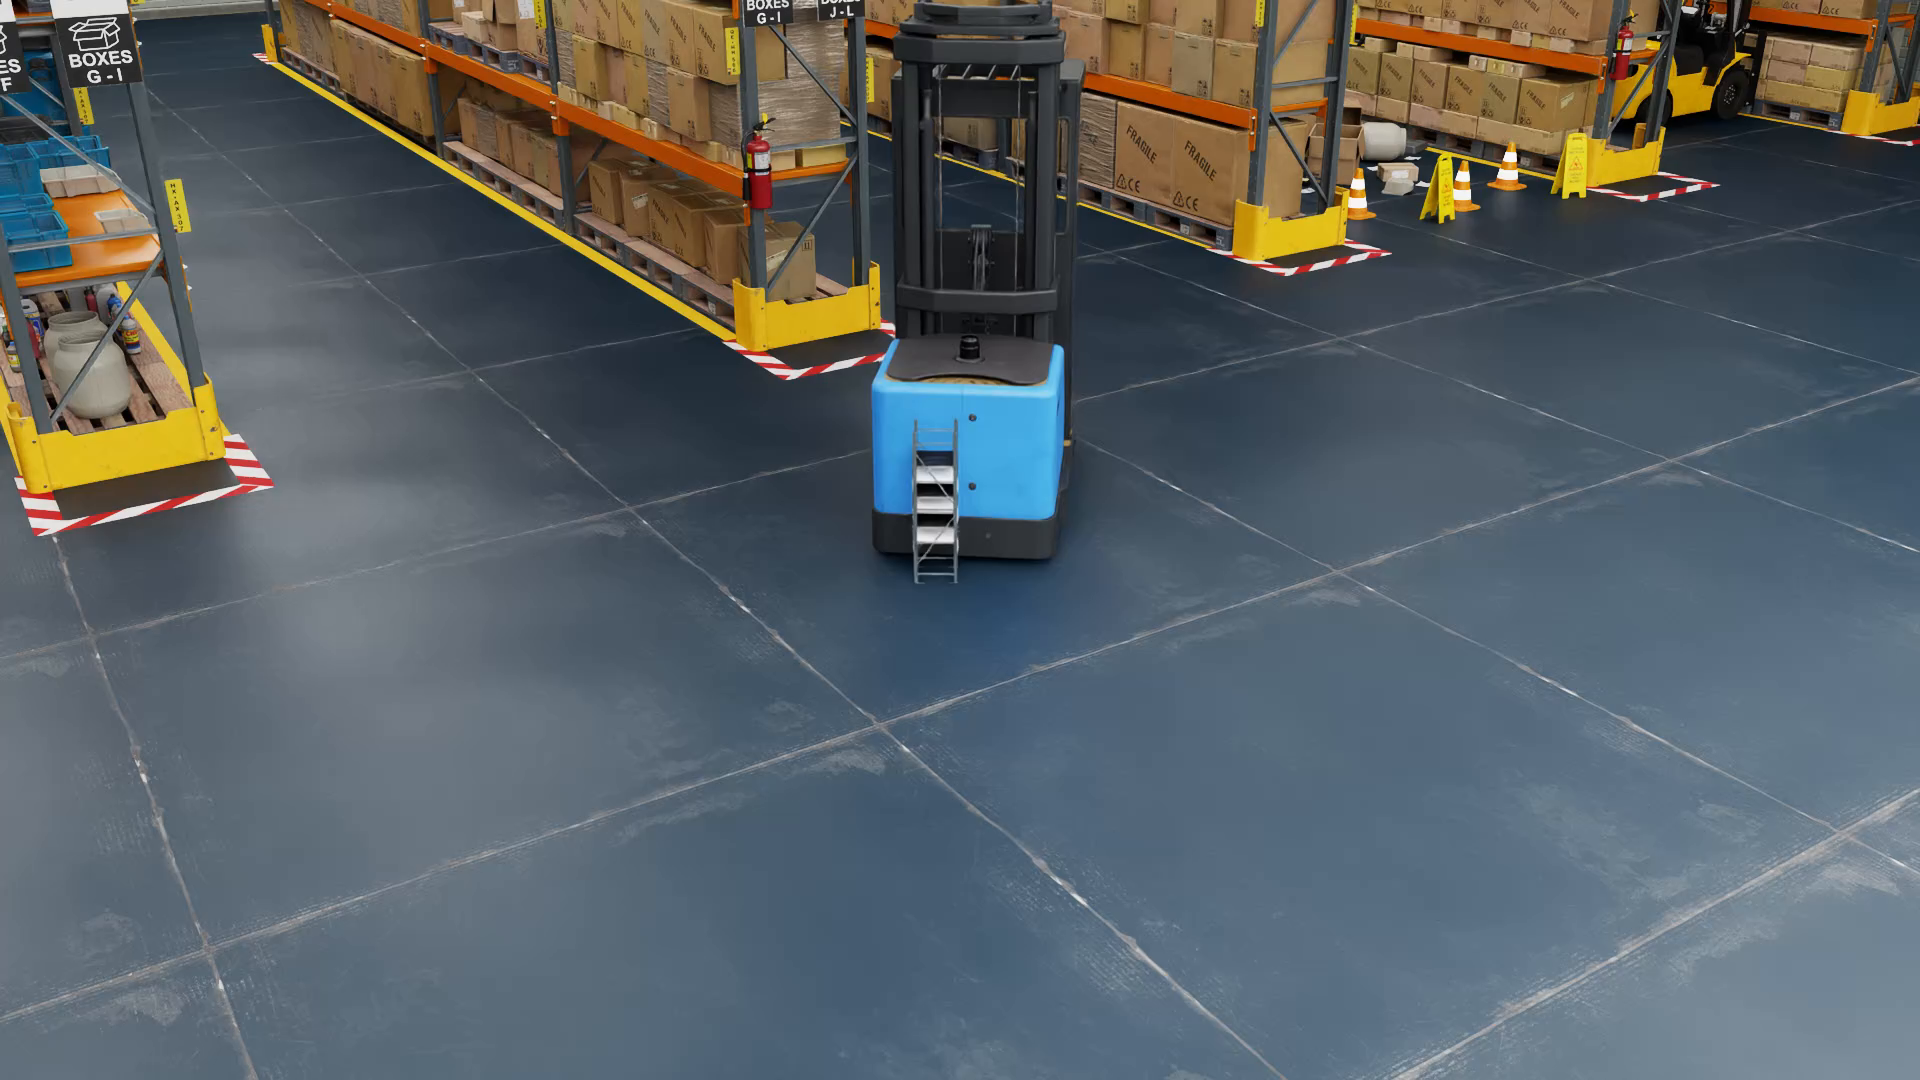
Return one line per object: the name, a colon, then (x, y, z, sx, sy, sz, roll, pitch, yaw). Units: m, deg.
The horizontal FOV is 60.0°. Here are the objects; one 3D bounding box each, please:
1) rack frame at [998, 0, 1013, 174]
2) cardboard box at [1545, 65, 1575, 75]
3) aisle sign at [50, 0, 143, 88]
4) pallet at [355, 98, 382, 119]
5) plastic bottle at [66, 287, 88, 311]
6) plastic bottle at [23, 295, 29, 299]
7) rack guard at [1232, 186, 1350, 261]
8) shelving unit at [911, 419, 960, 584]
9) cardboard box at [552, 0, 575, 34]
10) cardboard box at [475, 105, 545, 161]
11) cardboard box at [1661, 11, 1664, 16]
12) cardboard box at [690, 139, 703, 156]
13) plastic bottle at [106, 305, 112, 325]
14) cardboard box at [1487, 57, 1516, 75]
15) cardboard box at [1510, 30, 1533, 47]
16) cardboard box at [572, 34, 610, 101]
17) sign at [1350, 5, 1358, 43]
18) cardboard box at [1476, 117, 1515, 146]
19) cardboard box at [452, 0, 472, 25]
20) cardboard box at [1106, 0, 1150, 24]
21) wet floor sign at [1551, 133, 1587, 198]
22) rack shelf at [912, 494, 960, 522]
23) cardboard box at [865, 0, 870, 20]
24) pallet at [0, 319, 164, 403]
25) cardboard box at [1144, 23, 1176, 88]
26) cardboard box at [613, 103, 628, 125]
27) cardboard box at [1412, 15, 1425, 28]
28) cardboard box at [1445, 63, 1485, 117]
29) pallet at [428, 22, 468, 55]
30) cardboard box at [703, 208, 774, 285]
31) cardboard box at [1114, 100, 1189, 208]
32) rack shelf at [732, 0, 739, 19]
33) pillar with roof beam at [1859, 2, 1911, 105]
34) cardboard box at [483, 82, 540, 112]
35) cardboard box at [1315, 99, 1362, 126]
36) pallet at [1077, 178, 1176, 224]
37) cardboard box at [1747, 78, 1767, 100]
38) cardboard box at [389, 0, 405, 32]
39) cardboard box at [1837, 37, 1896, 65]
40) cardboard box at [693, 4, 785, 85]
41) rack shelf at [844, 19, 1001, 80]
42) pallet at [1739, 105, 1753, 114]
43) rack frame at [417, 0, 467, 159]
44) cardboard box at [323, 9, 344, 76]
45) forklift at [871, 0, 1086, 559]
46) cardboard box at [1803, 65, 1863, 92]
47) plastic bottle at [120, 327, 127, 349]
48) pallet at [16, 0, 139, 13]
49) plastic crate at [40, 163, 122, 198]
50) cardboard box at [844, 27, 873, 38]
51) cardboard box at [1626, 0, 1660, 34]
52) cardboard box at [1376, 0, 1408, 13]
rack frame: (0.873, -5.518, 17.924, 1.000, 3.000, 0.127, -16, 29, -30)
cardboard box: (6.637, -5.110, 18.910, 0.500, 0.500, 0.500, -17, 30, -31)
aisle sign: (-5.020, -3.031, 9.612, 0.394, 0.787, 0.004, -16, 29, -30)
pallet: (-7.221, -5.740, 21.662, 1.003, 0.211, 1.213, -16, 29, -30)
plastic bottle: (-6.901, -1.936, 13.012, 0.152, 0.276, 0.135, -16, 29, -30)
plastic bottle: (-7.274, -1.893, 12.834, 0.144, 0.351, 0.185, -16, 29, -30)
rack guard: (3.069, -2.948, 15.409, 1.175, 0.500, 0.348, -16, 29, -30)
shelving unit: (-0.133, -0.205, 9.130, 0.258, 0.900, 0.210, 0, 26, 1)
cardboard box: (-3.306, -4.810, 14.788, 0.500, 0.500, 0.500, -16, 29, -30)
cardboard box: (-4.826, -4.467, 18.111, 0.700, 0.500, 0.500, -18, 31, -34)
cardboard box: (9.552, -7.133, 22.904, 0.500, 0.250, 0.500, -15, 29, -29)
cardboard box: (-1.922, -3.167, 13.240, 0.380, 0.149, 0.250, -16, 29, -30)
plastic bottle: (-6.441, -1.735, 12.674, 0.097, 0.201, 0.097, 0, 25, 0)
cardboard box: (6.101, -5.288, 18.528, 0.380, 0.149, 0.250, -15, 29, -29)
cardboard box: (6.246, -5.493, 18.167, 0.380, 0.149, 0.250, -15, 29, -29)
cardboard box: (-2.901, -4.215, 14.700, 0.875, 0.500, 0.500, -16, 29, -30)
sign: (3.525, -4.641, 14.961, 0.100, 0.325, 0.005, -16, 29, -30)
cardboard box: (6.206, -4.637, 18.787, 0.500, 0.250, 0.500, -15, 29, -29)
cardboard box: (-5.194, -5.880, 18.083, 0.500, 0.500, 0.500, -20, 32, -36)
cardboard box: (1.918, -5.351, 16.131, 0.875, 0.550, 0.500, -16, 29, -30)
wet floor sign: (6.356, -3.895, 17.244, 0.267, 0.644, 0.232, -6, 26, -12)
rack shelf: (-0.133, -0.175, 9.144, 0.258, 0.077, 0.200, 0, 26, 1)
cardboard box: (-1.012, -6.589, 20.076, 0.500, 0.500, 0.500, -16, 30, -30)
pallet: (-6.486, -1.296, 12.248, 1.003, 0.211, 1.213, -16, 29, -30)
cardboard box: (2.297, -4.698, 16.013, 0.875, 0.550, 0.550, -16, 29, -30)
cardboard box: (-2.770, -3.696, 14.360, 0.380, 0.149, 0.250, -16, 29, -30)
cardboard box: (5.498, -6.056, 19.358, 0.380, 0.149, 0.250, -16, 29, -30)
cardboard box: (5.935, -5.156, 19.009, 0.500, 0.500, 0.500, -16, 30, -31)
pallet: (-5.044, -5.512, 18.137, 1.213, 0.211, 1.003, -16, 29, -30)
cardboard box: (-1.837, -2.460, 13.883, 0.500, 0.500, 0.500, -8, 26, -16)
cardboard box: (2.149, -3.857, 16.404, 0.875, 0.875, 0.875, -16, 30, -30)
rack shelf: (-2.246, -4.714, 13.550, 1.077, 0.370, 4.000, -16, 29, -30)
pillar with roof beam: (8.073, -8.603, 17.434, 9.100, 9.000, 0.400, -16, 29, -30)
cardboard box: (-4.833, -4.816, 17.973, 0.500, 0.250, 0.500, -12, 28, -24)
cardboard box: (4.410, -4.878, 19.494, 0.500, 0.500, 0.500, 3, 25, 6)
pallet: (1.892, -3.530, 16.980, 1.003, 0.211, 1.213, -16, 29, -30)
cardboard box: (10.255, -5.837, 21.329, 0.500, 0.250, 0.500, -15, 29, -29)
cardboard box: (-6.266, -6.172, 19.194, 0.500, 0.500, 0.500, -16, 30, -30)
cardboard box: (11.201, -6.049, 20.608, 0.500, 0.250, 0.500, -16, 30, -30)
cardboard box: (-1.662, -3.738, 12.518, 0.500, 0.500, 0.500, -16, 29, -30)
rack shelf: (-0.219, -5.908, 19.593, 1.077, 0.370, 4.000, -16, 29, -30)
pallet: (10.191, -5.874, 21.944, 1.003, 0.211, 1.213, -16, 29, -30)
rack frame: (-5.522, -5.829, 18.583, 1.000, 3.000, 0.127, -16, 29, -30)
cardboard box: (-7.999, -6.743, 22.517, 0.875, 0.875, 0.875, -16, 29, -30)
forklift: (0.174, -1.813, 10.158, 1.130, 2.935, 3.031, 3, 25, 6)
cardboard box: (10.778, -5.709, 20.472, 0.500, 0.250, 0.500, -16, 30, -30)
plastic bottle: (-6.090, -1.505, 12.186, 0.097, 0.201, 0.097, 0, 25, 0)
pallet: (-5.674, -3.403, 10.152, 1.003, 0.211, 1.213, -16, 29, -30)
plastic crate: (-6.389, -2.603, 12.058, 0.530, 0.136, 0.437, -16, 29, -30)
cardboard box: (-1.485, -6.650, 21.881, 0.500, 0.250, 0.500, -17, 30, -32)
cardboard box: (7.122, -5.690, 17.825, 0.500, 0.500, 0.500, -16, 30, -30)
cardboard box: (5.265, -6.491, 19.520, 0.500, 0.500, 0.500, -16, 29, -30)
